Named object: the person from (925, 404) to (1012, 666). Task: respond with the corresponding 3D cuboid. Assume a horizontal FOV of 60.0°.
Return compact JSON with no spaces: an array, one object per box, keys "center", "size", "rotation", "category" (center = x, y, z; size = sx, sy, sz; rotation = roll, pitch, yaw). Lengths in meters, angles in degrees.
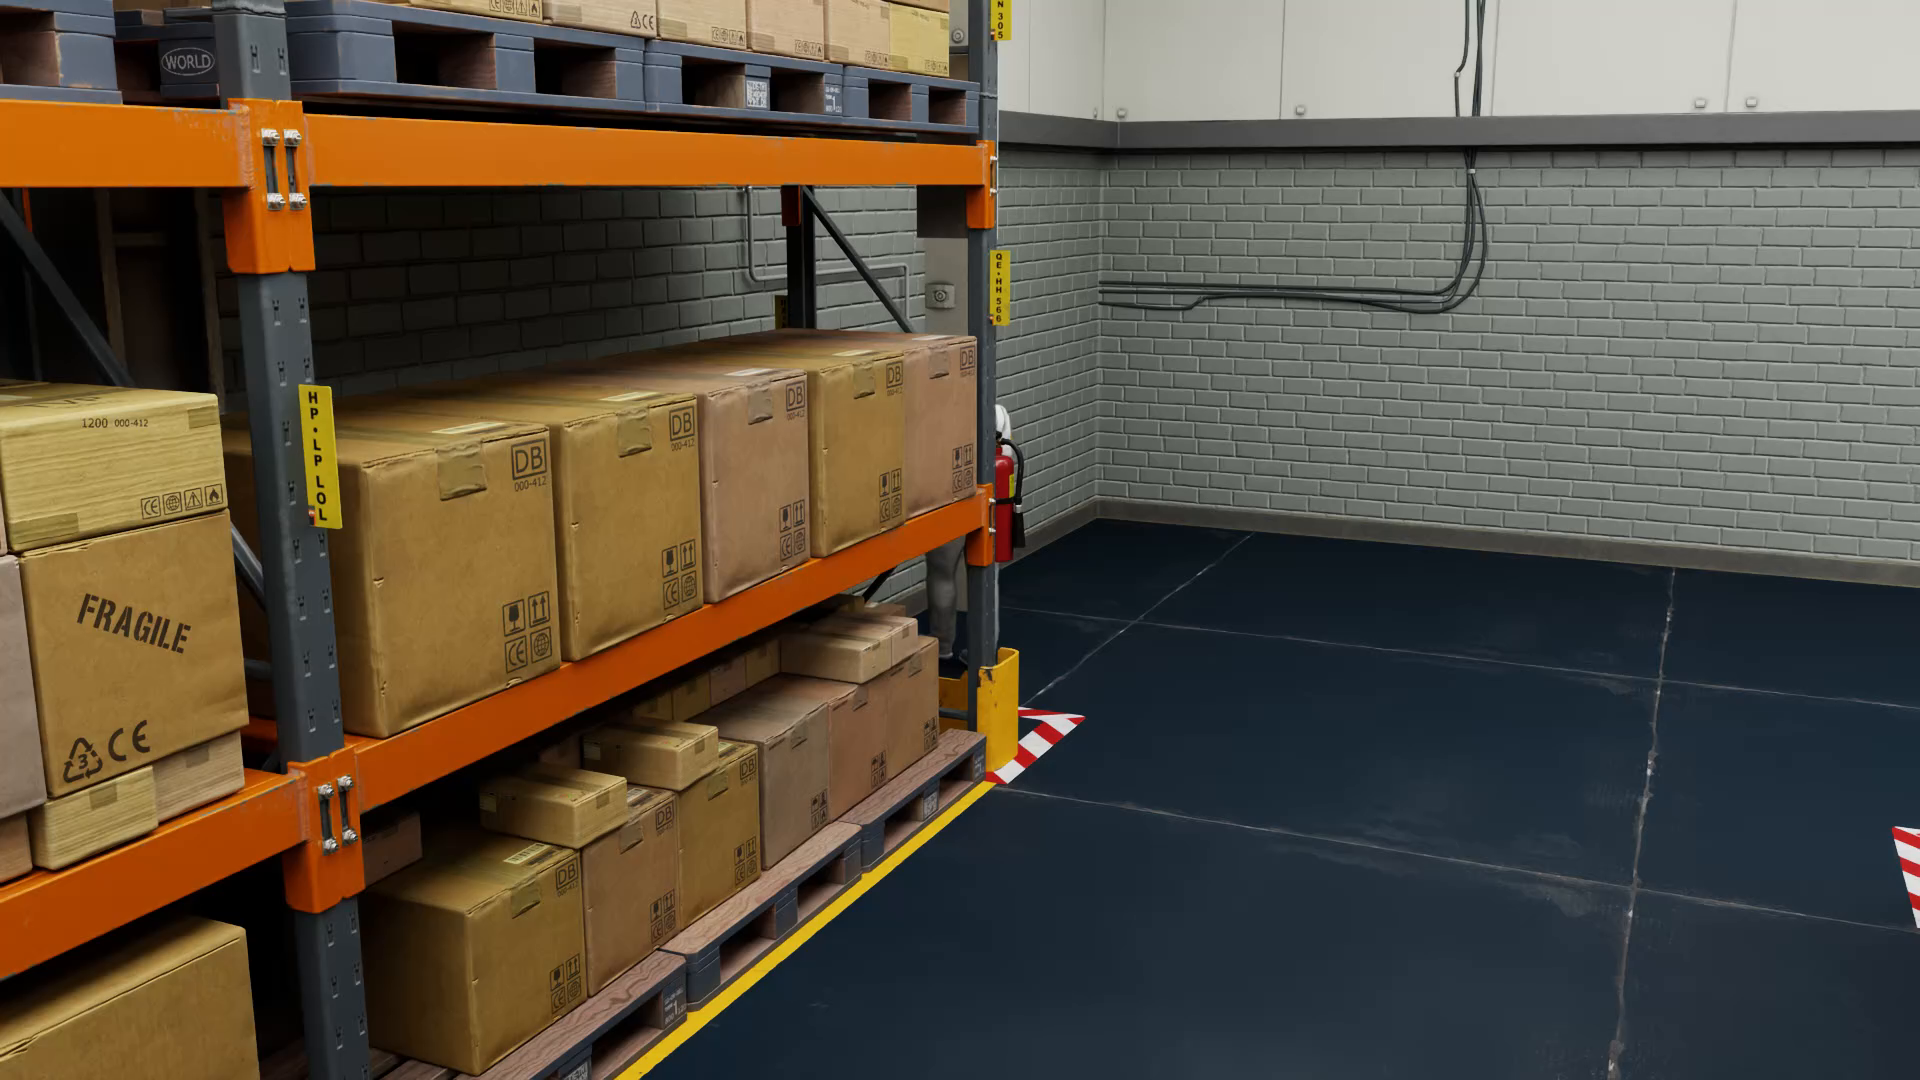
[{"center":[-0.013,-0.180,9.228],"size":[0.535,1.746,0.642],"rotation":[-5,13,-22],"category":"person"}]
